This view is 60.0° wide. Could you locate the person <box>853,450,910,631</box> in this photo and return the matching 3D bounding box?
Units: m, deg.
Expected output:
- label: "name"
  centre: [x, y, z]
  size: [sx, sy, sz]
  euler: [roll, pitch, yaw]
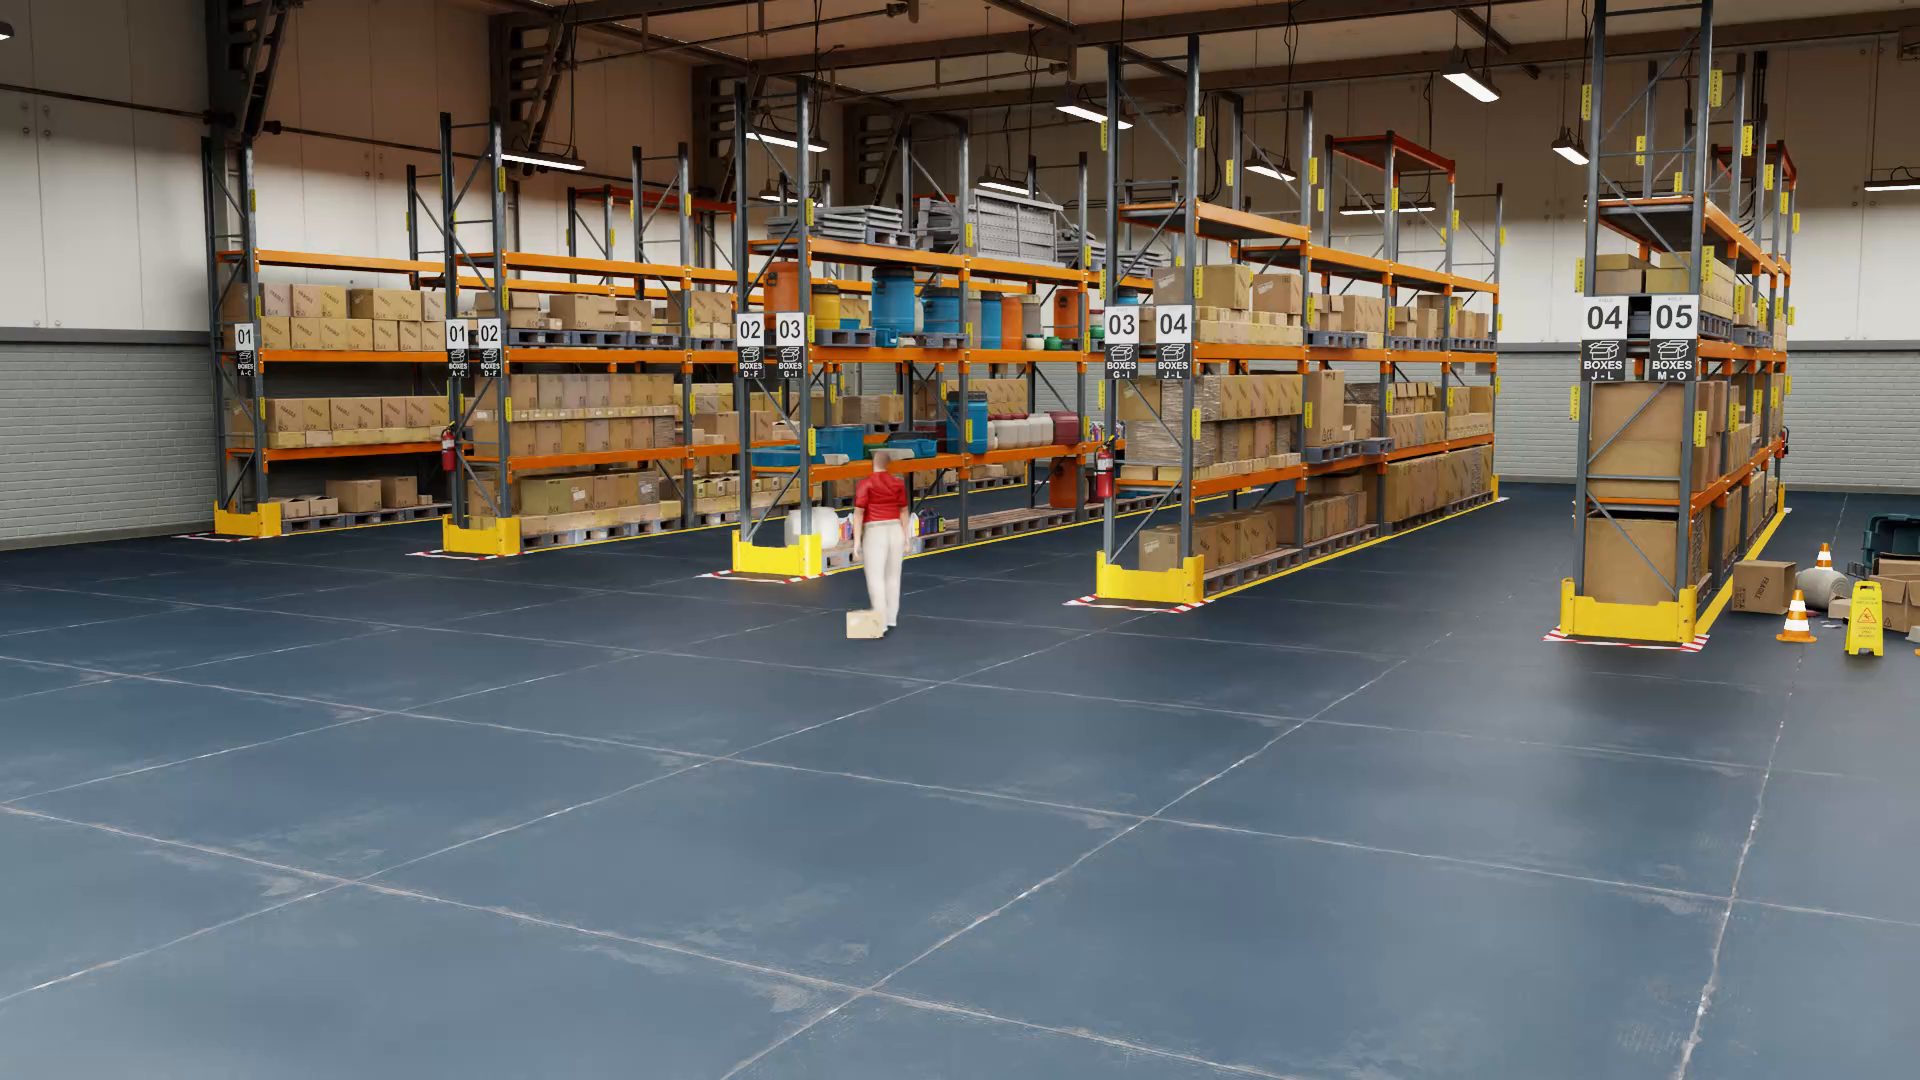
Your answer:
- label: "person"
  centre: [-0.768, -0.002, 16.009]
  size: [0.623, 1.725, 0.575]
  euler: [-4, 7, -33]
